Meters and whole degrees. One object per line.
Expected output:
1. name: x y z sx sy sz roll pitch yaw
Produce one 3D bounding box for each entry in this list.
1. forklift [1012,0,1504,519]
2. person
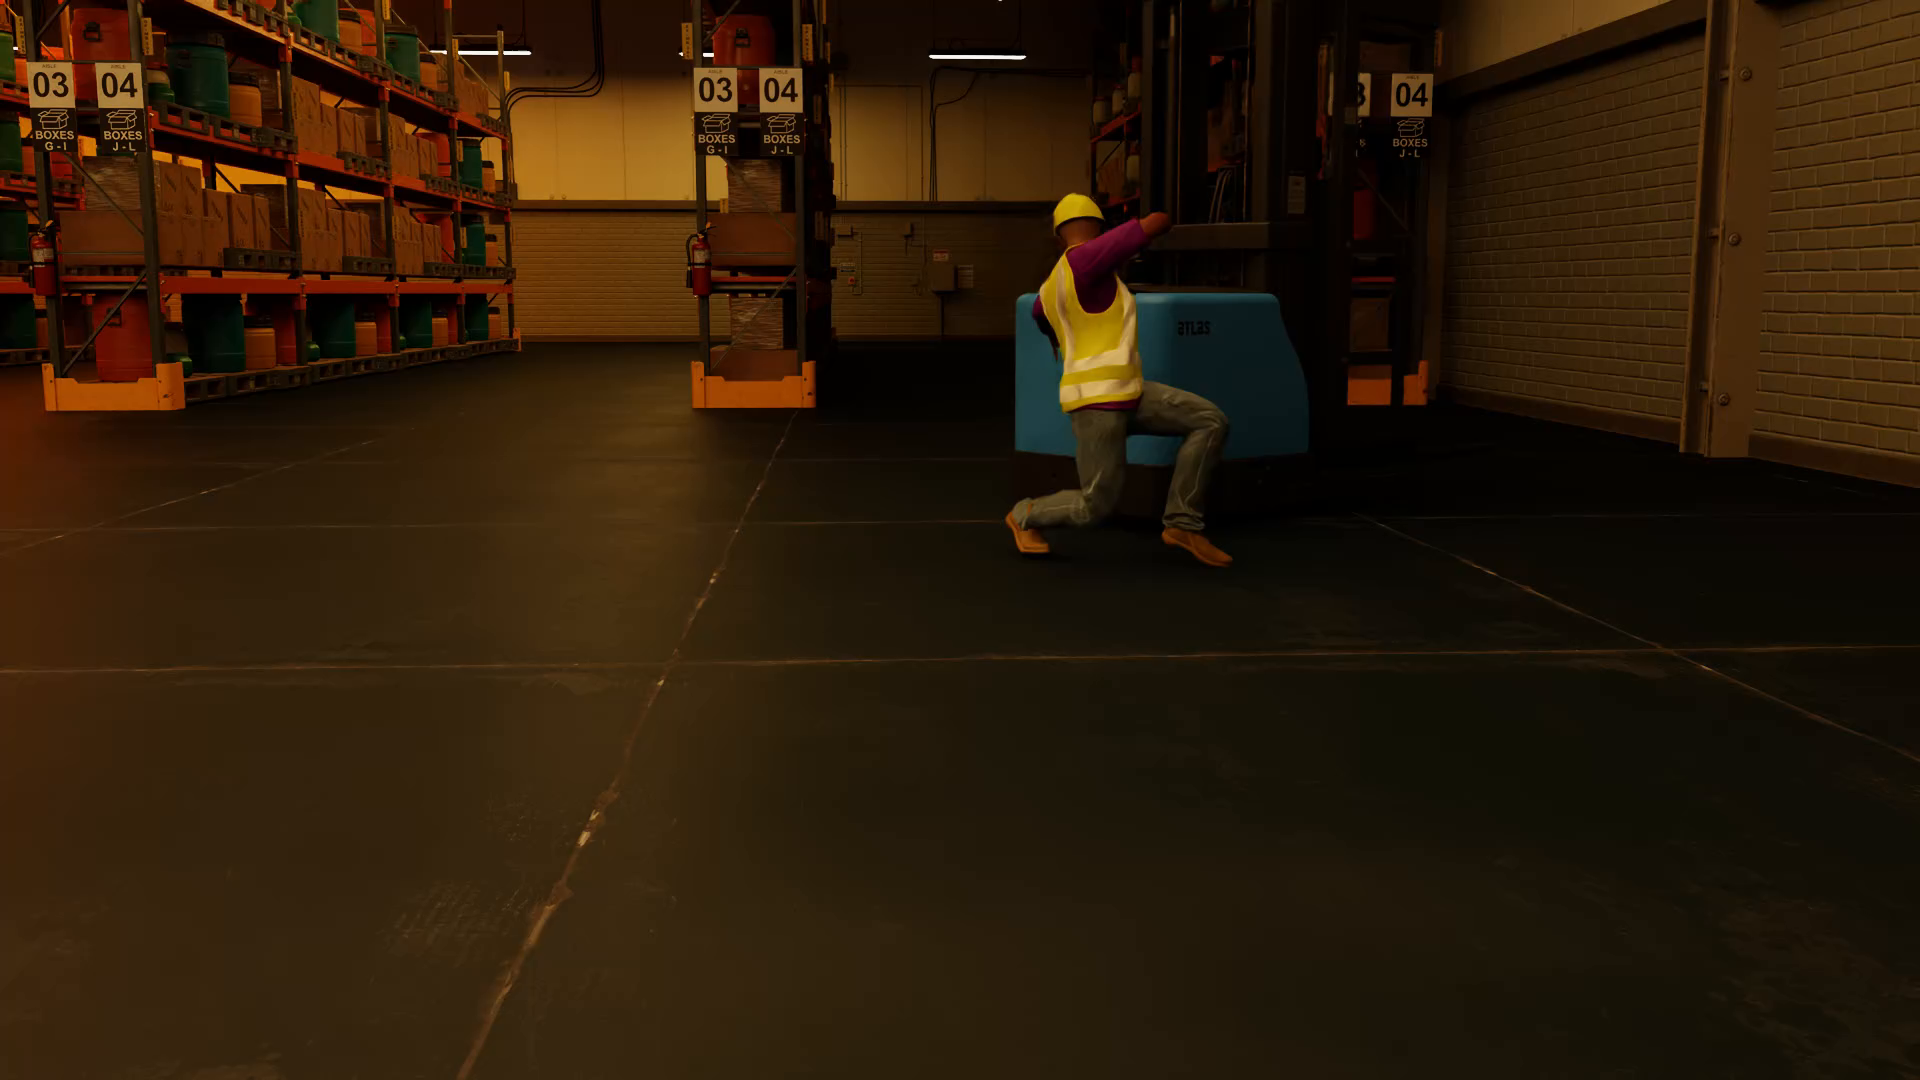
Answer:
1. forklift: 1.712 -1.668 8.563 3.031 2.935 1.130 -7 11 -39
2. person: 0.697 -0.671 6.835 0.965 1.471 1.002 3 9 19
